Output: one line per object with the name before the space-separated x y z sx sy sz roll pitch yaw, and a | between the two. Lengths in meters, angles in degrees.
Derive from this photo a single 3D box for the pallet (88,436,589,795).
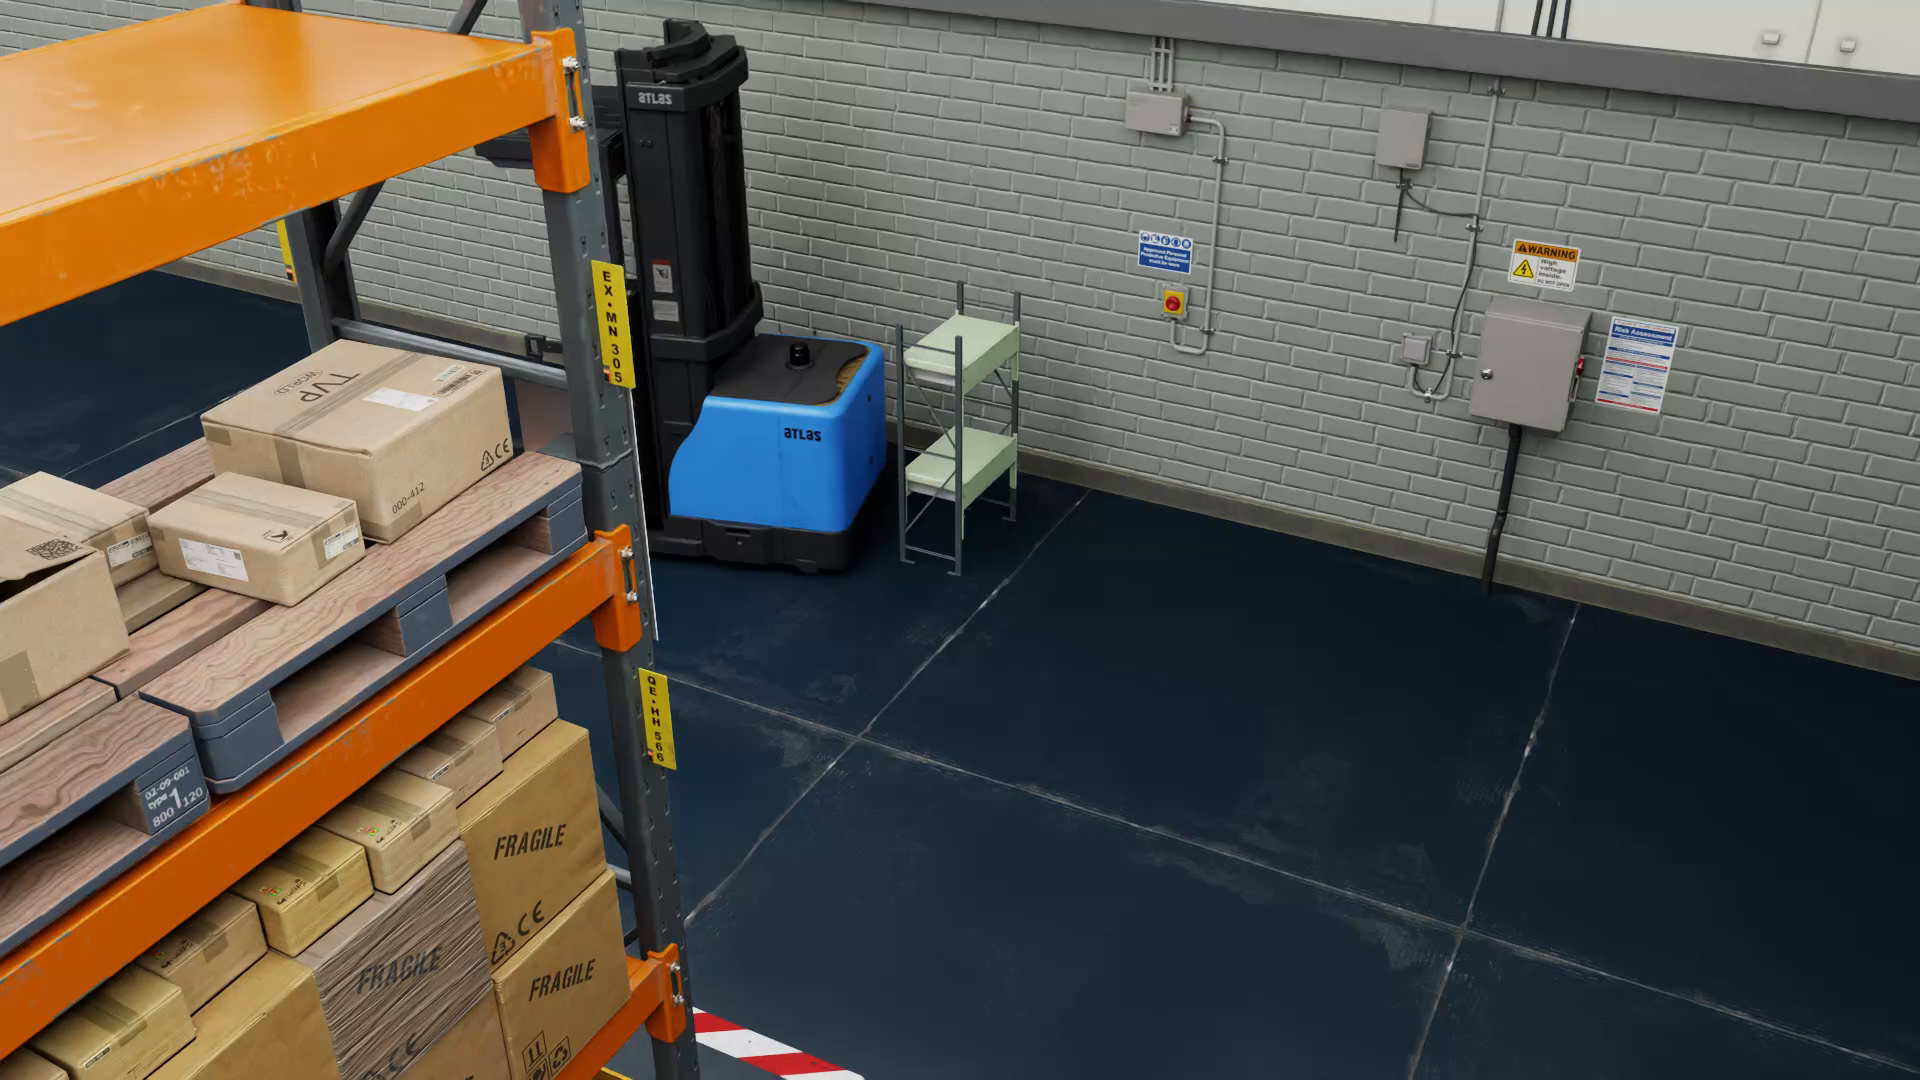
pallet | -1.670 0.056 4.008 1.003 0.211 1.213 14 33 23

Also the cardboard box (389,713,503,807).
cardboard box | -1.420 0.551 4.313 0.380 0.149 0.250 15 33 24

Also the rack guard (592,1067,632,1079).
rack guard | -1.330 2.060 5.951 1.175 0.500 0.348 14 33 23

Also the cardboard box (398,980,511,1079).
cardboard box | -1.567 1.436 4.427 0.500 0.500 0.500 14 33 22

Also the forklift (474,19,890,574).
forklift | -2.010 -1.446 9.616 3.031 2.935 1.130 6 30 11

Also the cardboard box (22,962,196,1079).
cardboard box | -1.859 1.011 3.512 0.380 0.149 0.250 15 33 24

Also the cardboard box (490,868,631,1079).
cardboard box | -1.325 1.217 4.808 0.500 0.500 0.500 14 33 24

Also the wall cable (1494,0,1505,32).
wall cable | 1.668 -4.029 8.019 2.355 3.000 0.029 14 33 23

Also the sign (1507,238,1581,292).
sign | 3.056 -1.440 8.706 0.339 0.242 0.001 14 33 23

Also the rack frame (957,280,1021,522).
rack frame | 0.164 -0.810 9.944 0.400 1.500 0.023 14 33 23

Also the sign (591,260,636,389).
sign | -0.864 -0.534 4.137 0.100 0.325 0.005 14 33 23

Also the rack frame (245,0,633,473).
rack frame | -1.341 -1.615 3.816 1.000 3.000 0.127 14 33 23

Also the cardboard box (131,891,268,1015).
cardboard box | -1.797 0.887 3.729 0.380 0.149 0.250 14 33 23

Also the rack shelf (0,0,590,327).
rack shelf | -2.252 -0.243 2.551 1.077 0.370 4.000 14 33 23

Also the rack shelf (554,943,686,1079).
rack shelf | -2.252 2.185 3.945 1.077 0.370 4.000 14 33 23

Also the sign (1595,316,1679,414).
sign | 3.545 -0.916 8.718 0.329 0.494 0.001 14 33 23

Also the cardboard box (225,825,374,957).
cardboard box | -1.614 0.787 3.902 0.380 0.149 0.250 15 33 24

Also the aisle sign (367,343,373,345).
aisle sign | -1.566 -0.238 4.833 0.394 0.787 0.004 14 33 23

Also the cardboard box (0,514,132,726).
cardboard box | -2.067 0.151 3.320 0.500 0.311 0.500 15 33 24

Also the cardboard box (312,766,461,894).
cardboard box | -1.463 0.684 4.081 0.380 0.149 0.250 14 33 23

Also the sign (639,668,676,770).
sign | -0.864 0.511 4.738 0.100 0.325 0.005 14 33 23

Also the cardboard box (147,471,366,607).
cardboard box | -1.586 -0.007 3.758 0.380 0.149 0.250 12 32 19

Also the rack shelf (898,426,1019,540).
rack shelf | -0.003 -0.365 9.824 0.431 0.370 0.720 14 33 23

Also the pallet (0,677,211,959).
pallet | -2.224 0.598 3.063 1.003 0.211 1.213 14 33 23

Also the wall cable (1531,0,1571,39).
wall cable | 4.131 -3.396 6.881 2.988 3.039 0.133 14 33 23

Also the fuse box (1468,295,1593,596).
fuse box | 3.011 -0.418 9.051 0.539 1.711 0.414 14 33 23

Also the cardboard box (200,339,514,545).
cardboard box | -1.466 -0.255 4.088 0.500 0.250 0.500 11 32 19

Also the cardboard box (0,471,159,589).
cardboard box | -2.041 0.000 3.747 0.380 0.149 0.250 16 33 25

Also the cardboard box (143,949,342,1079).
cardboard box | -1.789 1.234 3.774 0.500 0.500 0.500 14 33 23

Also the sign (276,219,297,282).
sign | -1.832 -0.856 4.550 0.100 0.325 0.005 14 33 23

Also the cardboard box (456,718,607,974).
cardboard box | -1.349 0.777 4.570 0.500 0.500 0.500 15 33 25

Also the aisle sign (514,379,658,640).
aisle sign | -1.032 -0.102 4.596 0.394 0.787 0.004 14 33 23

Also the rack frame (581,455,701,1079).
rack frame | -1.341 0.987 5.310 1.000 3.000 0.127 14 33 23

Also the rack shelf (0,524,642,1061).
rack shelf | -2.252 0.885 3.198 1.077 0.370 4.000 14 33 23

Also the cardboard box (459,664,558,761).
cardboard box | -1.326 0.433 4.519 0.380 0.149 0.250 15 33 24

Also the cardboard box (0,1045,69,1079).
cardboard box | -1.995 1.123 3.317 0.380 0.149 0.250 15 33 25

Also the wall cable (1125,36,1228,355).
wall cable | 1.207 -1.972 9.411 0.585 1.953 0.123 14 33 23

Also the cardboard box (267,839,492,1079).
cardboard box | -1.561 1.016 4.155 0.500 0.500 0.500 14 33 23

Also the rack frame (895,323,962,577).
rack frame | -0.170 -0.485 9.379 0.400 1.500 0.023 14 33 23

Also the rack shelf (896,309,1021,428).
rack shelf | -0.003 -0.986 9.467 0.431 0.370 0.720 14 33 23

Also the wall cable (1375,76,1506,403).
wall cable | 2.475 -1.642 8.868 0.588 1.984 0.122 14 33 23

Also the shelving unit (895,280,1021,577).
shelving unit | -0.003 -0.647 9.662 0.431 1.500 0.755 14 33 23

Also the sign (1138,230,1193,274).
sign | 1.192 -1.674 9.671 0.327 0.218 0.001 14 33 23
